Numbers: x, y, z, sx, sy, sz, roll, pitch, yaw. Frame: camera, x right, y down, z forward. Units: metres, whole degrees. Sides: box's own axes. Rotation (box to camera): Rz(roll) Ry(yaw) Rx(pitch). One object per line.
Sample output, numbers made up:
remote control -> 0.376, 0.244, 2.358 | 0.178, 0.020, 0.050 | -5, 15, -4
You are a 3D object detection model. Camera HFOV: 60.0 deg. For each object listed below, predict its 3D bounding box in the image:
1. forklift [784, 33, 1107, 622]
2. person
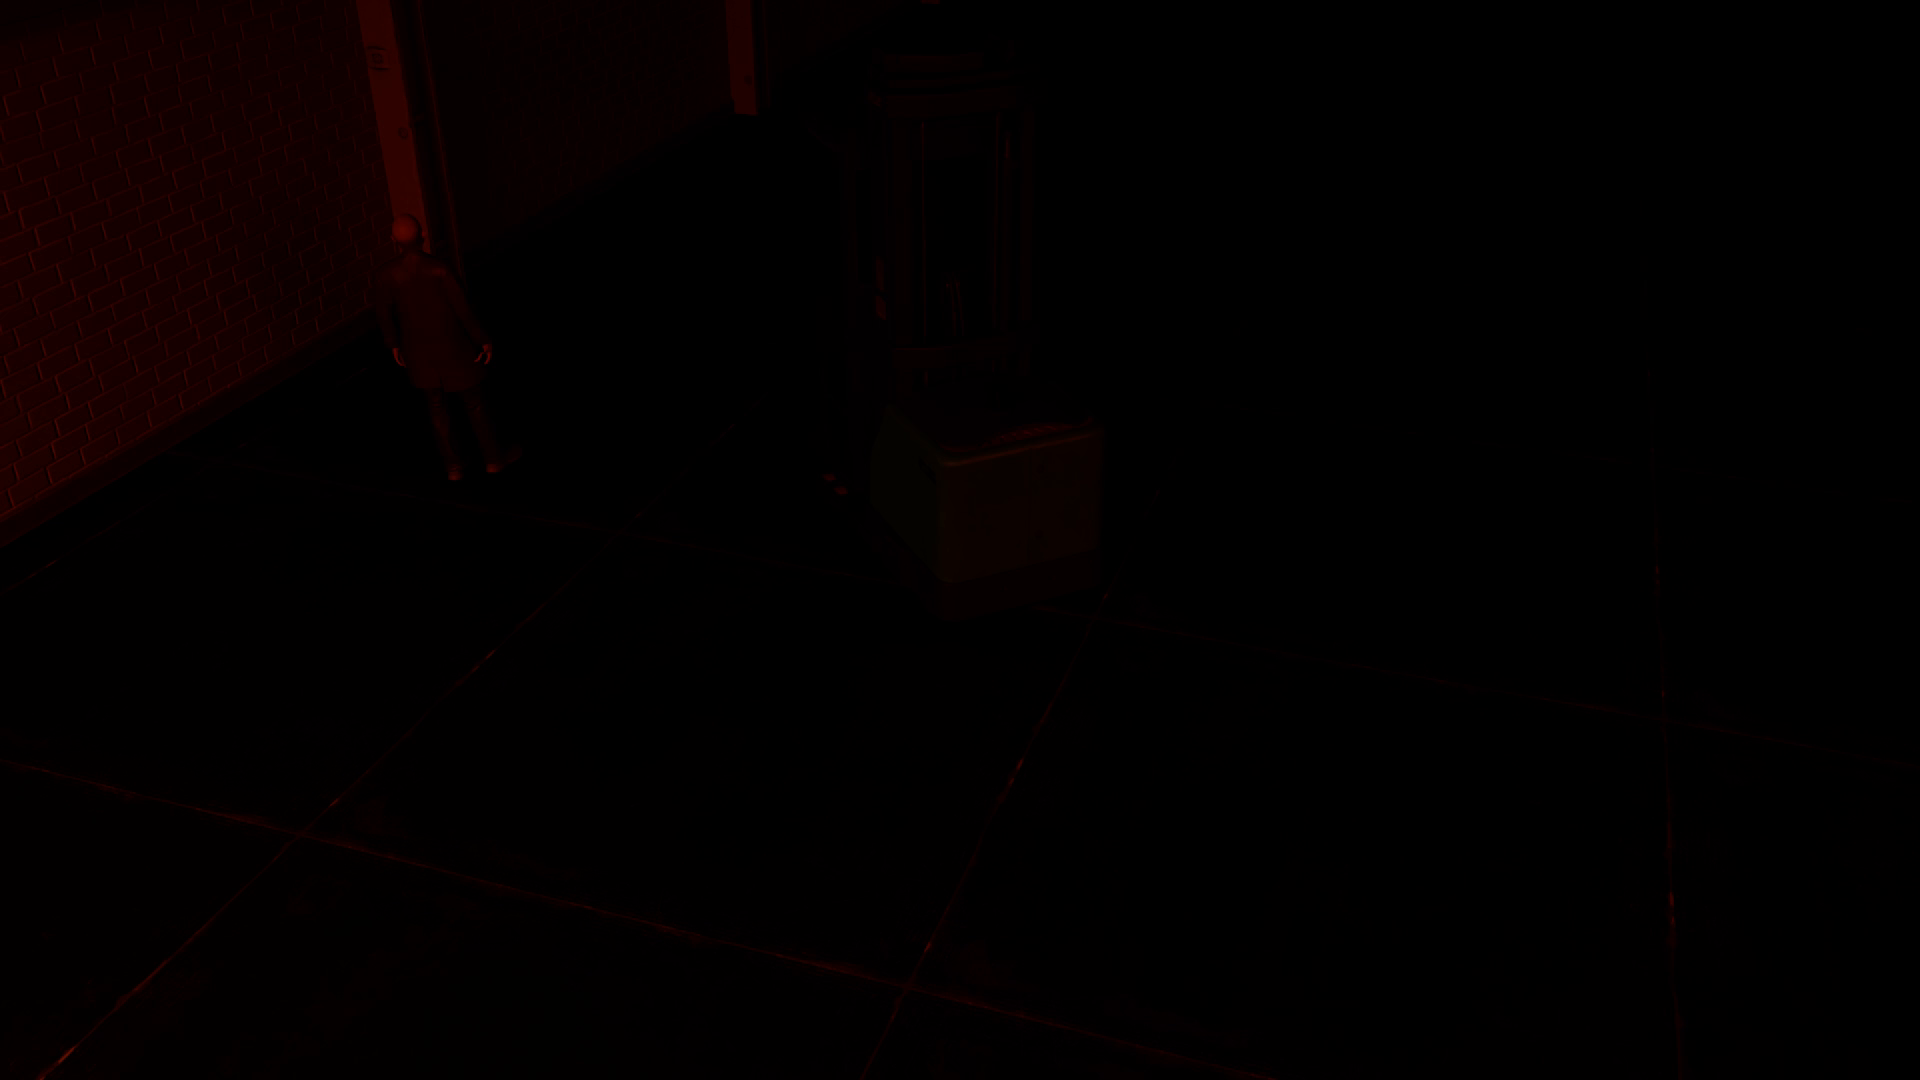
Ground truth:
forklift -> -0.268, -1.529, 9.819 | 1.130, 2.935, 3.031 | -13, 32, -22
person -> -3.248, -1.239, 10.461 | 0.696, 1.775, 0.583 | 2, 30, 4
